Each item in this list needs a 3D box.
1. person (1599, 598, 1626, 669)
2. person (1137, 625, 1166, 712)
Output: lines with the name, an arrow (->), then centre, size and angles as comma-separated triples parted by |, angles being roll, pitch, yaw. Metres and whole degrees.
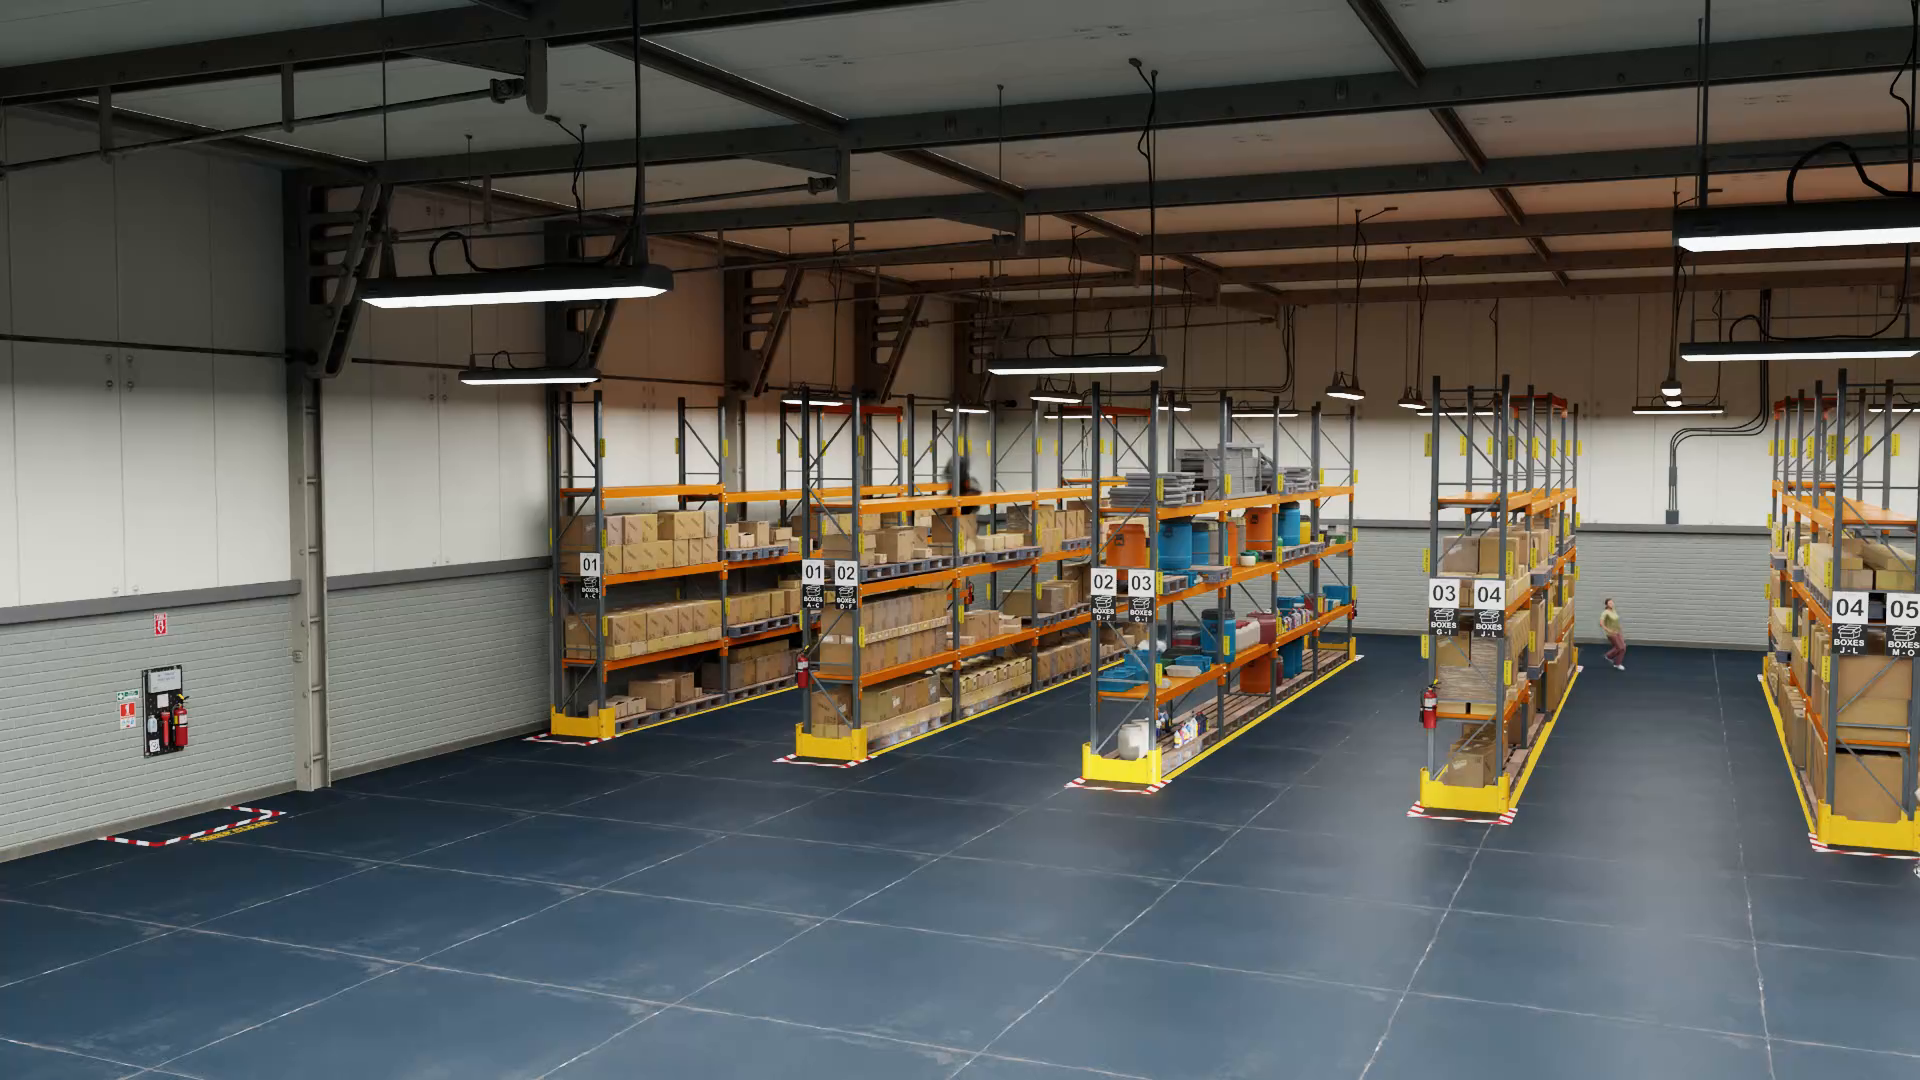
person -> 14.801, 2.126, 37.755 | 0.611, 1.608, 0.529 | -2, 4, -27
person -> 3.575, 2.436, 31.243 | 0.635, 1.671, 0.618 | 2, 3, 25
